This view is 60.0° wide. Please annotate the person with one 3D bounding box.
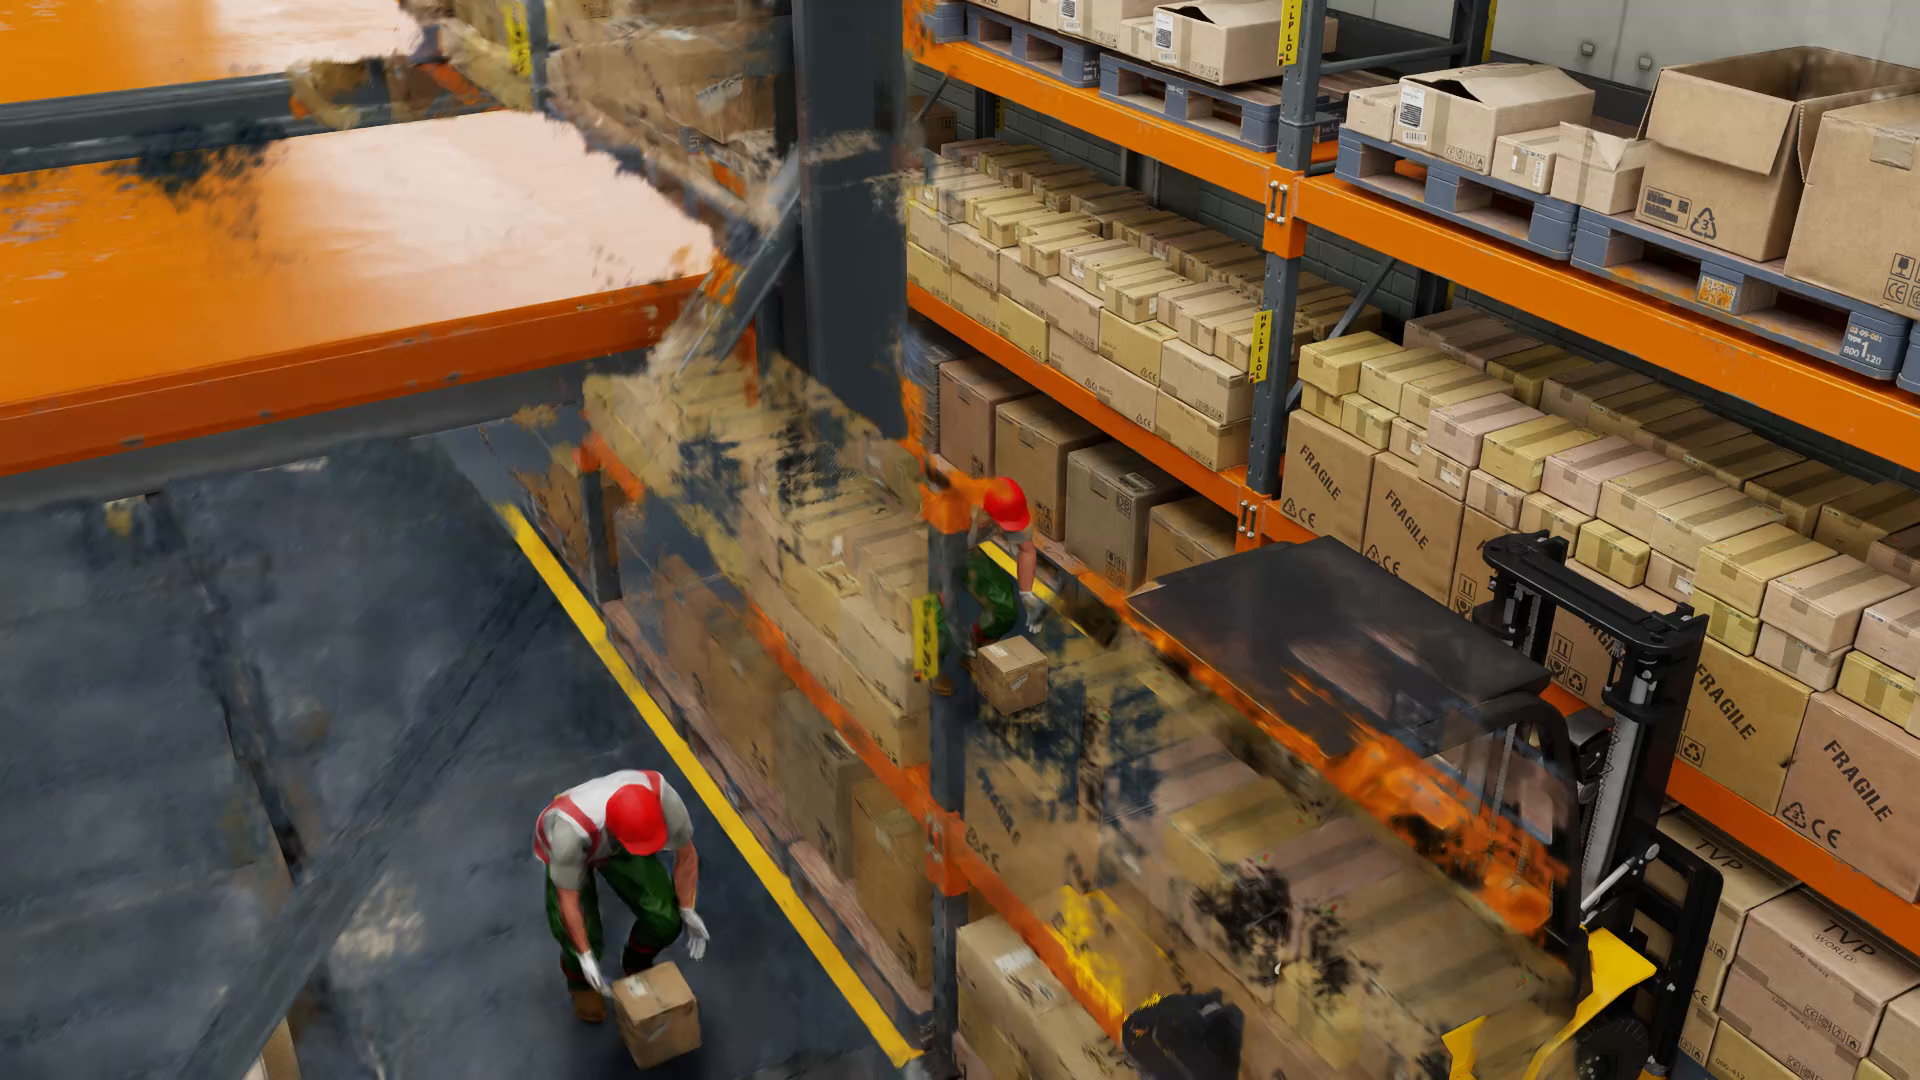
[{"bbox_3d":[0.066,0.184,8.309,0.586,1.267,0.825,-16,32,-26],"label":"person"}]
